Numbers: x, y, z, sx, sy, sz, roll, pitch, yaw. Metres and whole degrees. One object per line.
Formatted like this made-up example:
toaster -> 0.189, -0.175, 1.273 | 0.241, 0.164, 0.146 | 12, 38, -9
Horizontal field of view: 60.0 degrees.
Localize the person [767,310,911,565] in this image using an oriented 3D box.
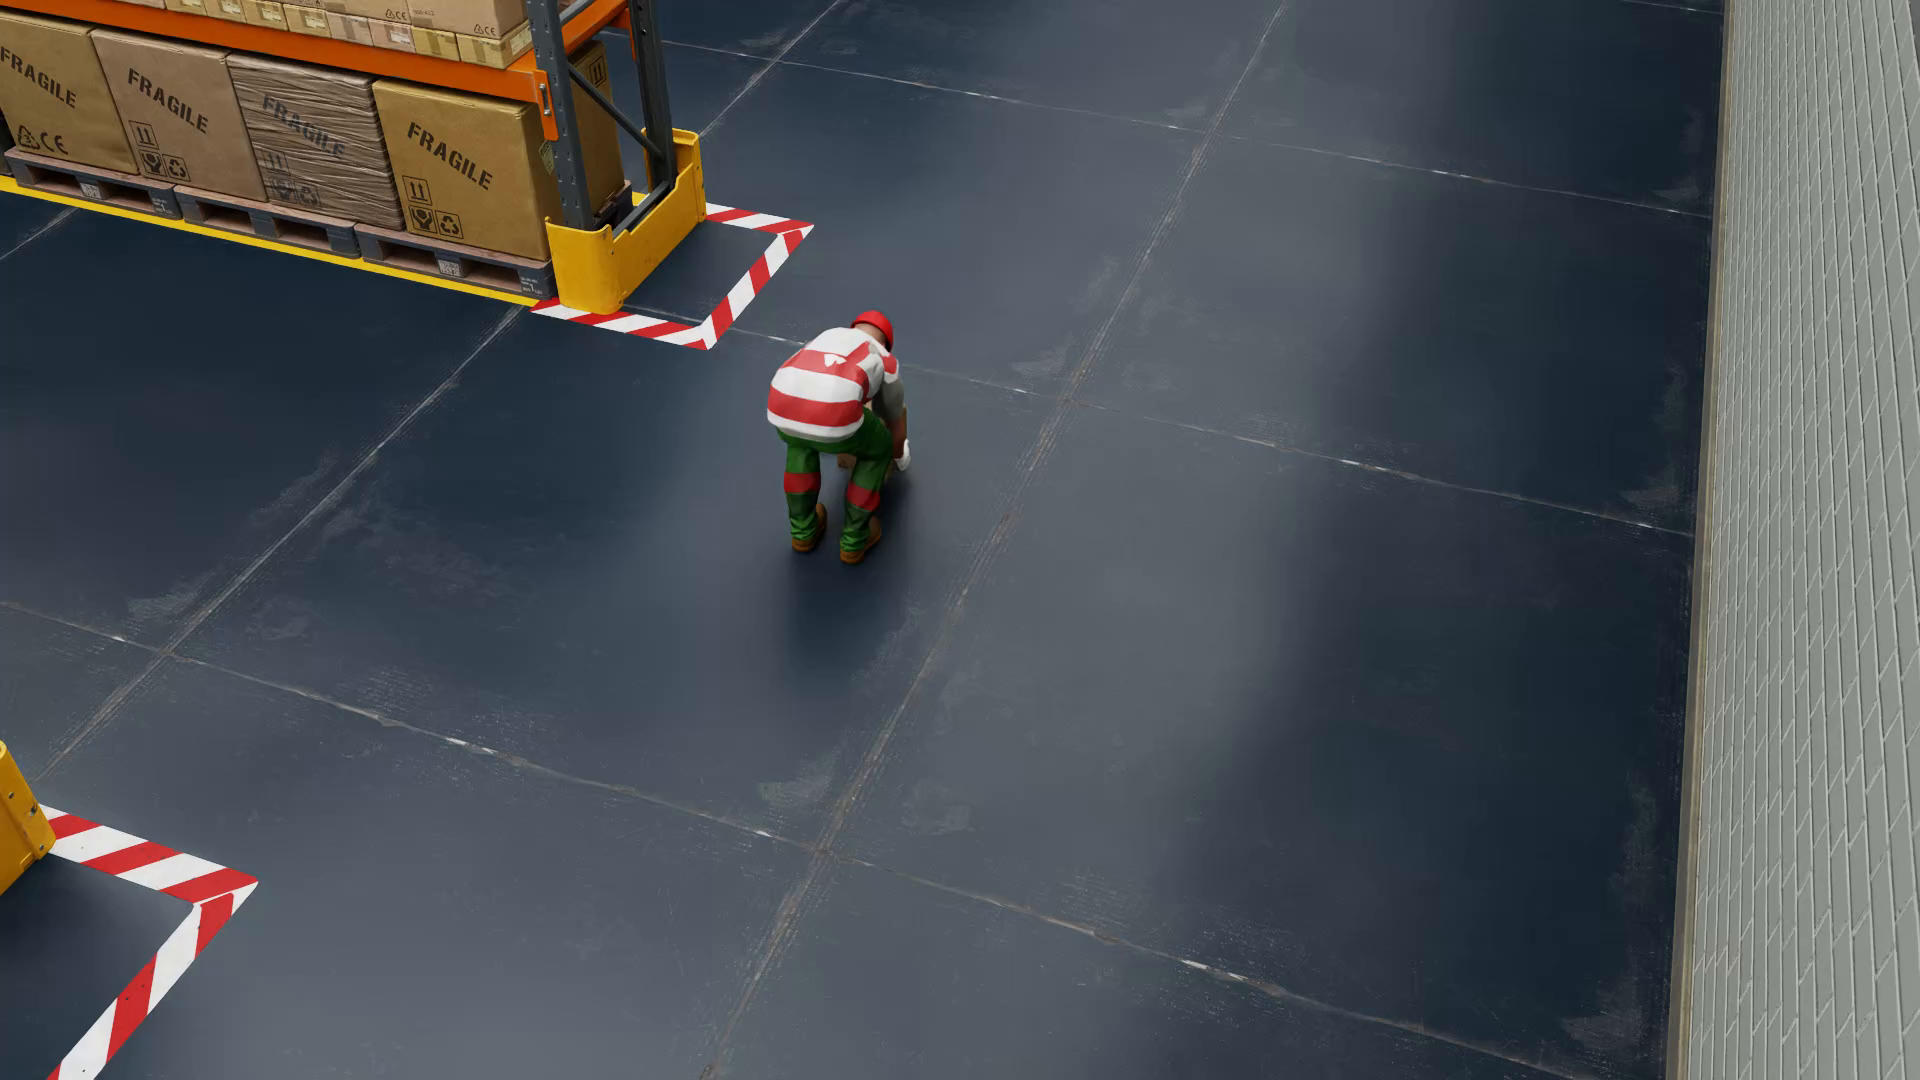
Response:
person -> -0.506, -0.506, 7.298 | 0.524, 1.023, 0.954 | 12, 42, 13
